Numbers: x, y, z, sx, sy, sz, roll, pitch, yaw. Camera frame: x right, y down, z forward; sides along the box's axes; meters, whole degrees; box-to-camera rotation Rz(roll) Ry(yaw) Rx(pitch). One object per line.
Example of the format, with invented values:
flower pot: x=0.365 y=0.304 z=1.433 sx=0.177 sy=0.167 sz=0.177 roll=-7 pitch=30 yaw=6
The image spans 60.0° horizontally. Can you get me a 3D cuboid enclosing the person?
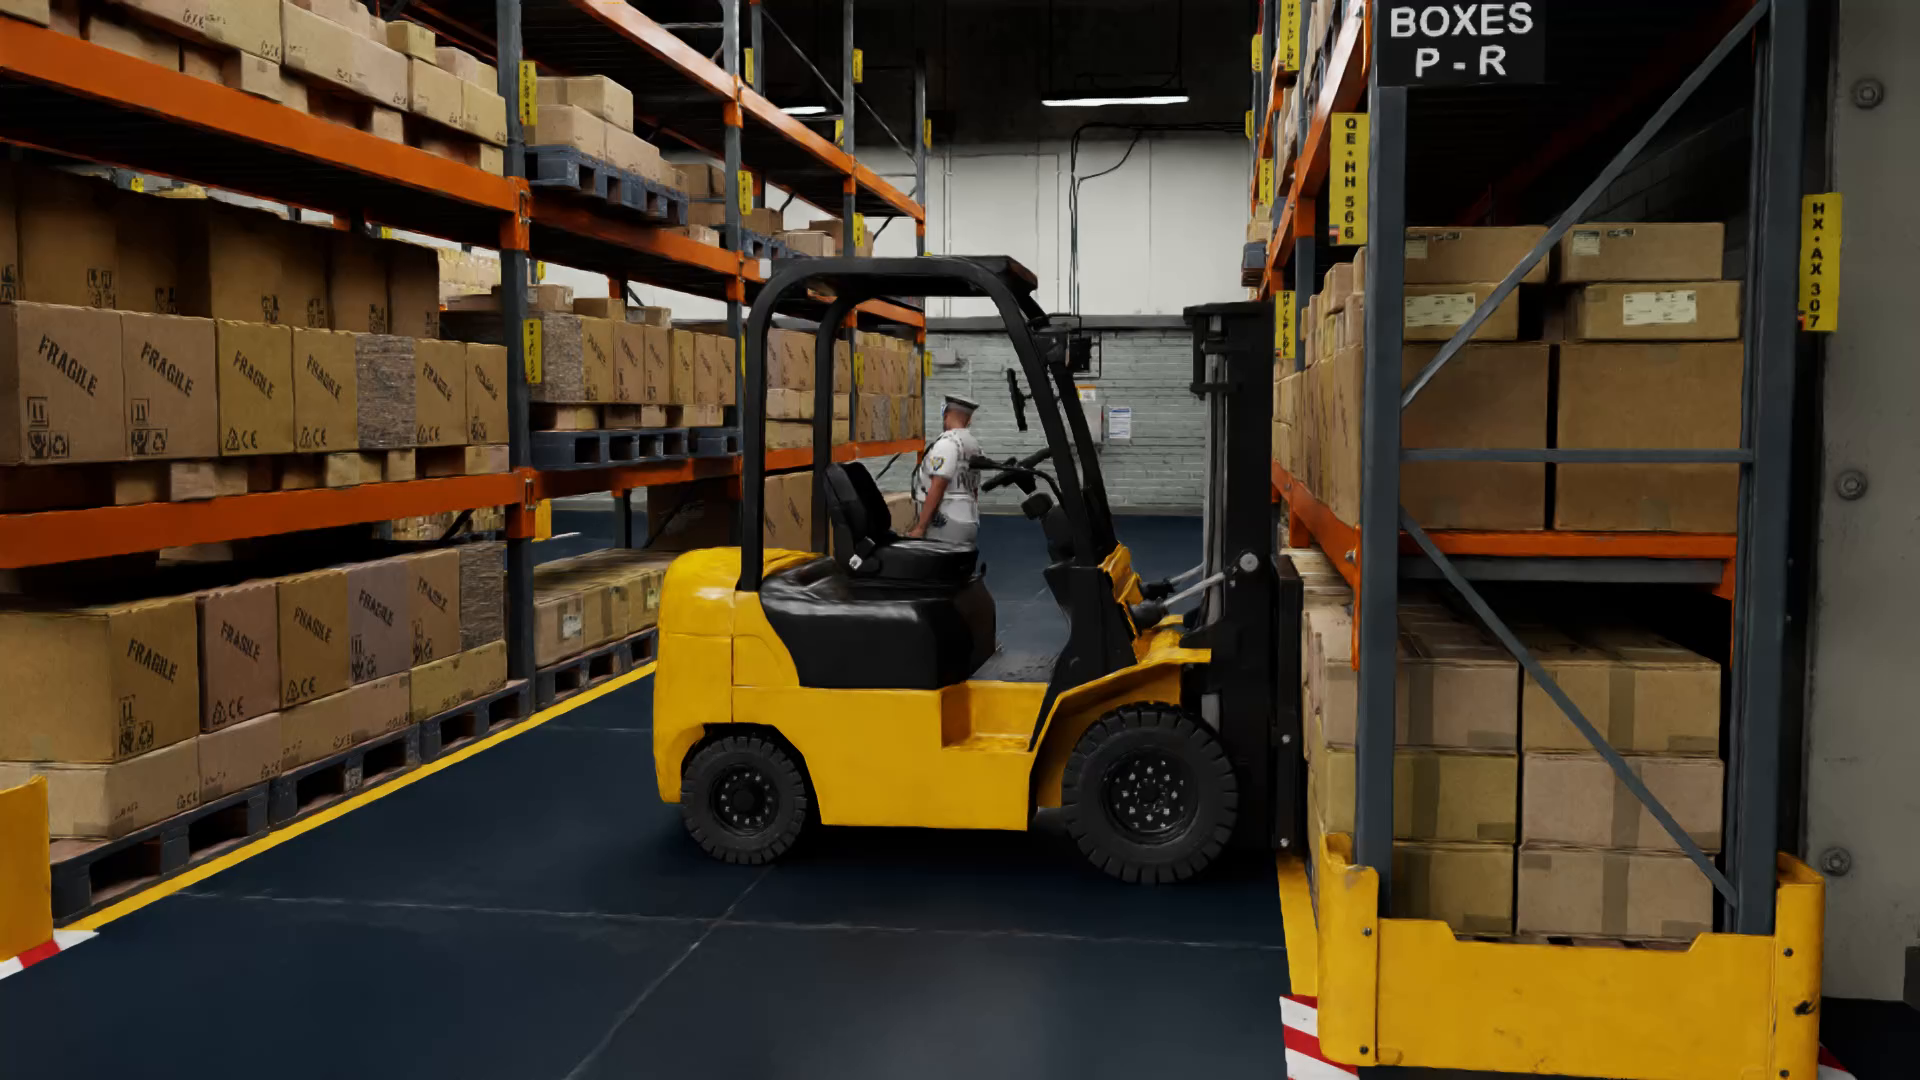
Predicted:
person: x=-0.035 y=-0.061 z=10.491 sx=0.631 sy=1.718 sz=0.587 roll=1 pitch=5 yaw=14
